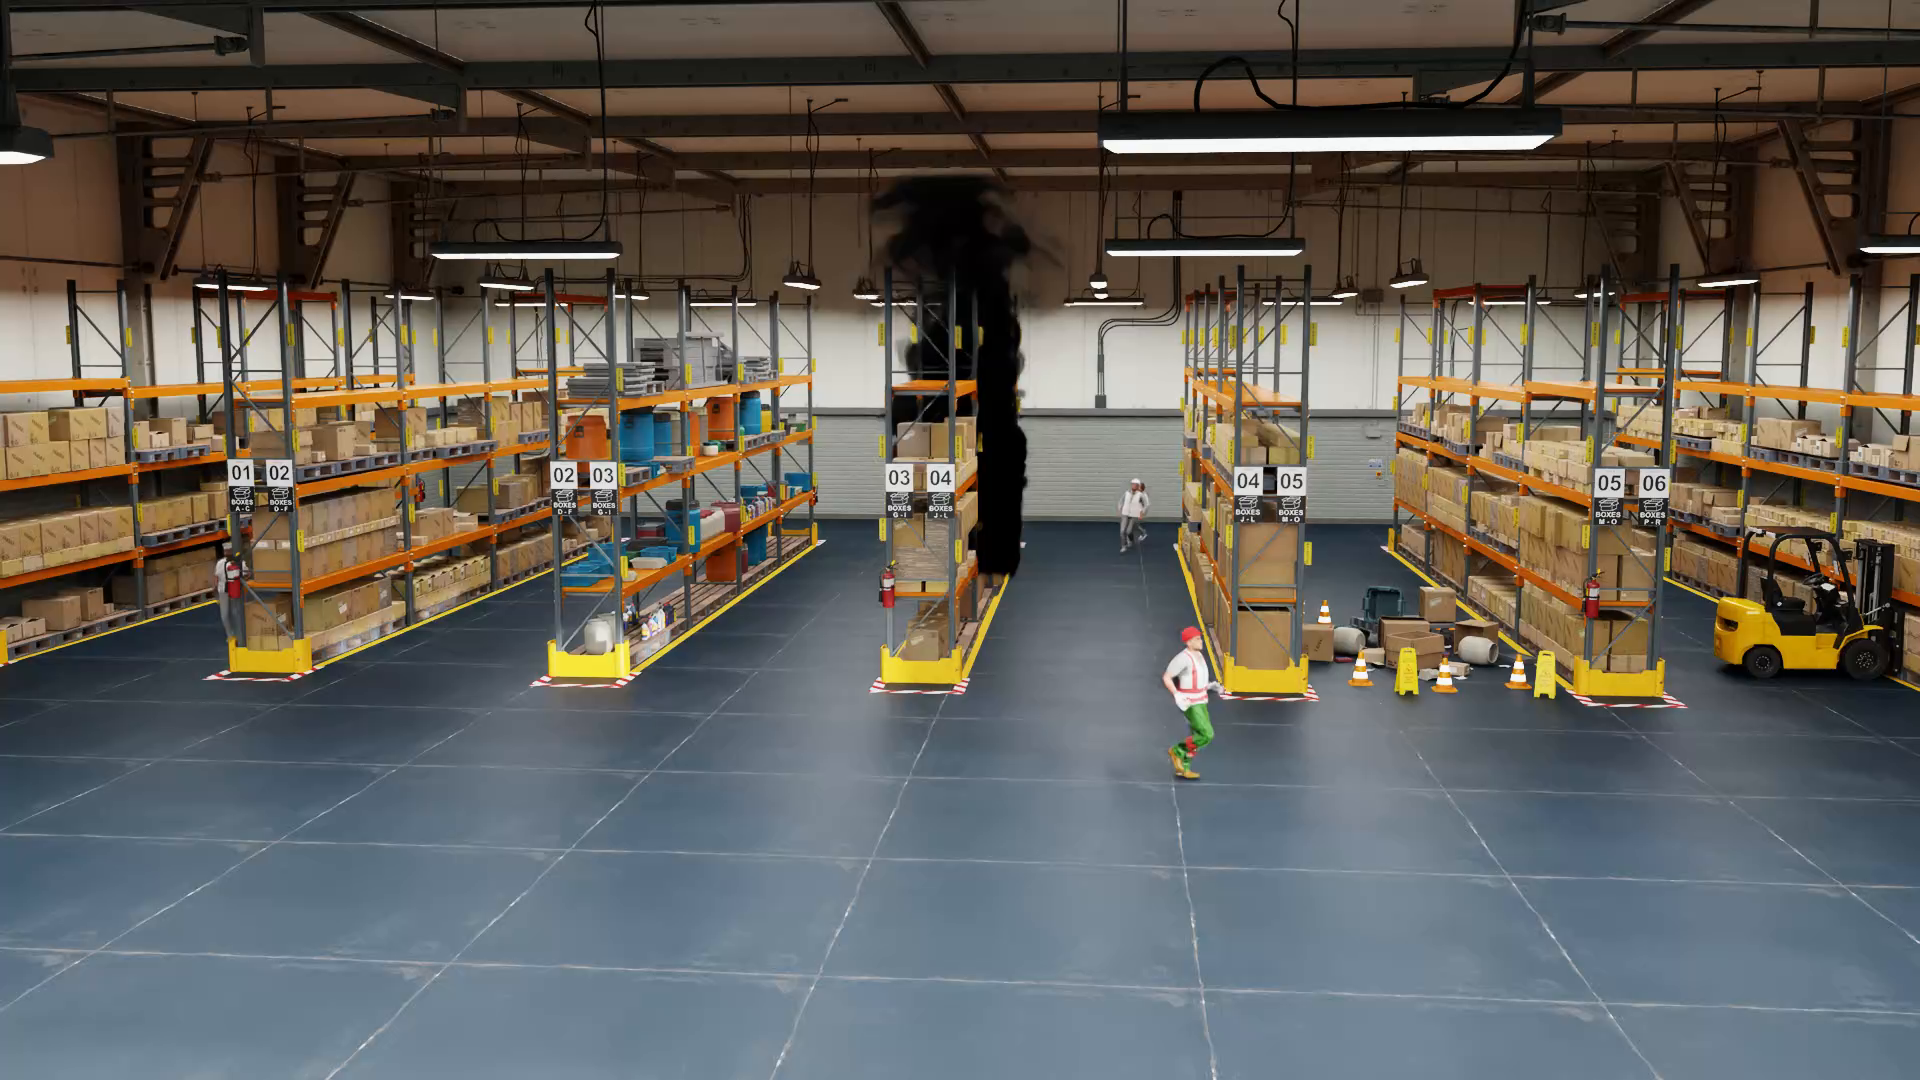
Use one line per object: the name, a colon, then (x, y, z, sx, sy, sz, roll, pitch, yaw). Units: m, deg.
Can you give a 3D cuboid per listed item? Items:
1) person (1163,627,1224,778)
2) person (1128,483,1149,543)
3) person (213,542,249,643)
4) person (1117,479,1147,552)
person: (2.682, 1.852, 18.836, 0.577, 1.740, 0.650, 4, 8, 32)
person: (4.388, -0.634, 40.331, 0.695, 1.551, 0.598, -5, 8, -33)
person: (-12.052, 0.851, 27.477, 0.574, 1.650, 0.566, -1, 7, -5)
person: (4.009, -0.569, 38.975, 0.712, 1.720, 0.515, 3, 8, 26)
